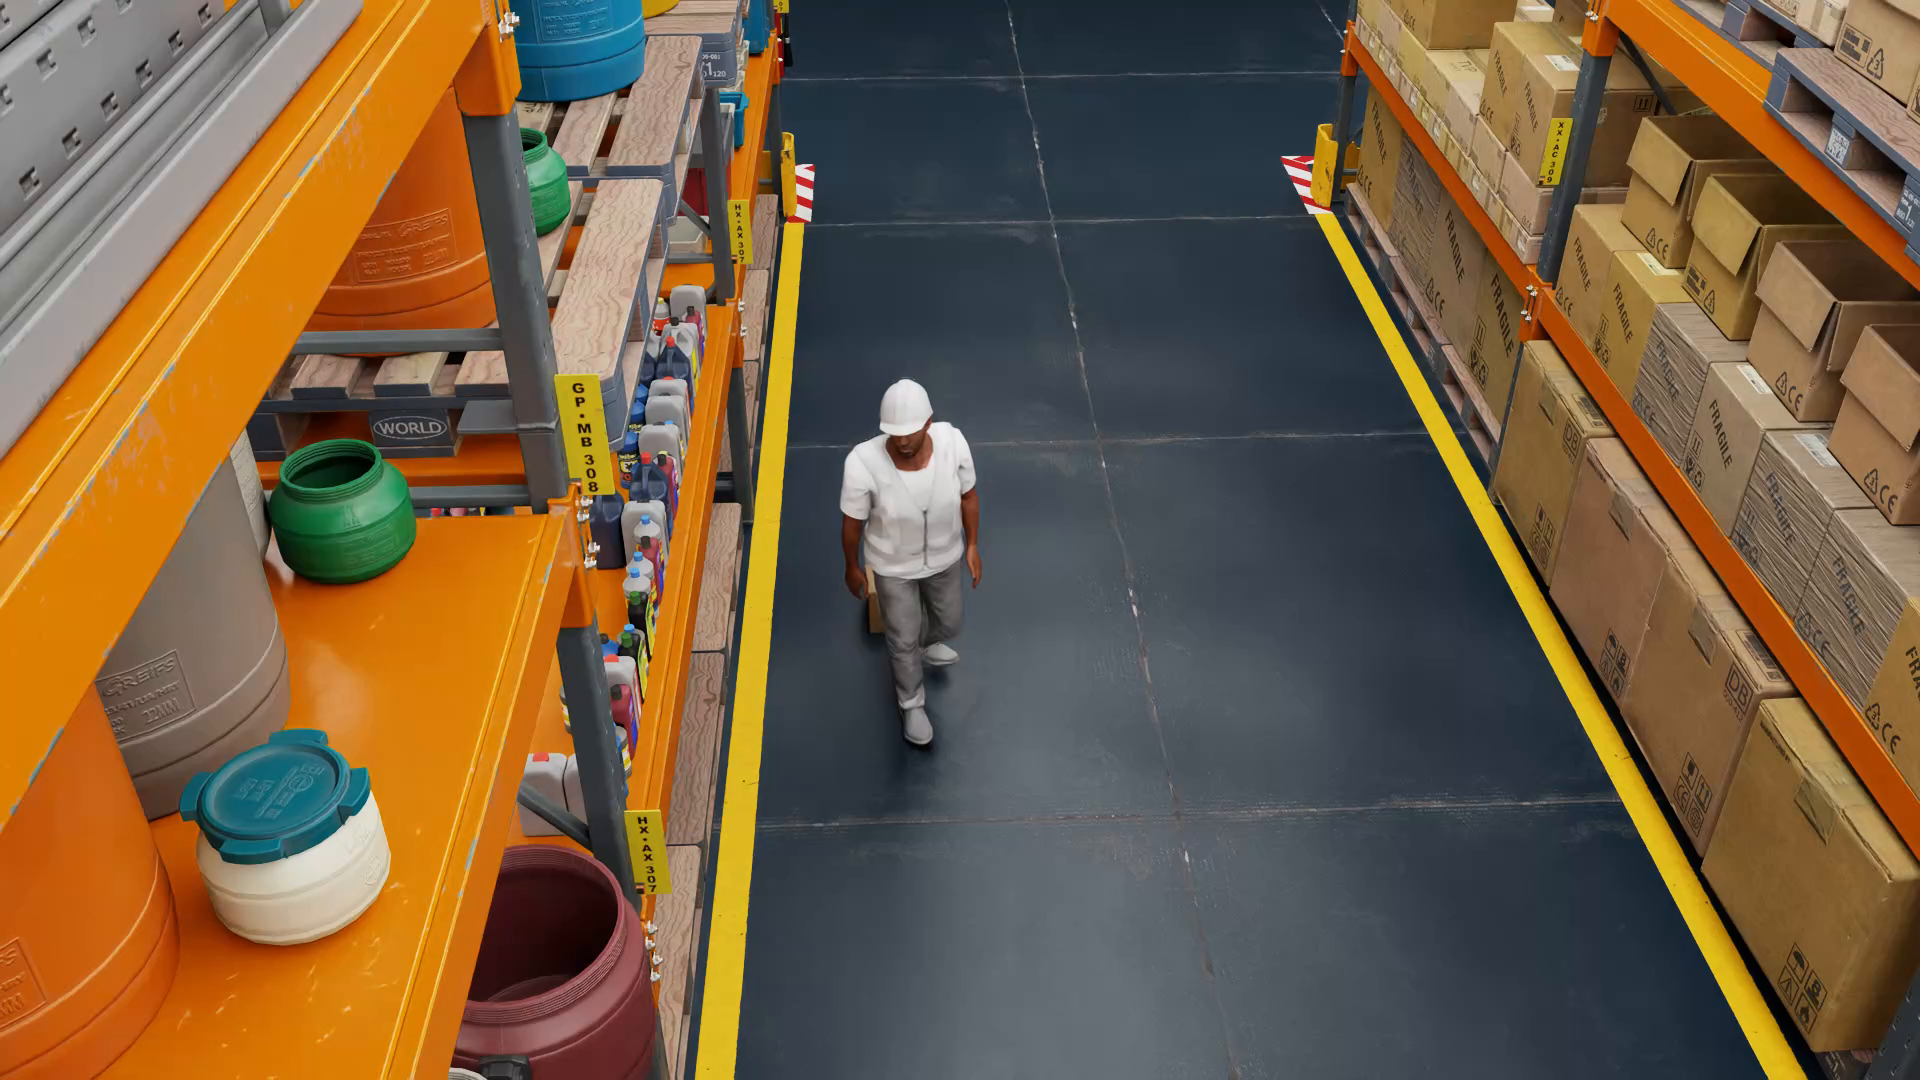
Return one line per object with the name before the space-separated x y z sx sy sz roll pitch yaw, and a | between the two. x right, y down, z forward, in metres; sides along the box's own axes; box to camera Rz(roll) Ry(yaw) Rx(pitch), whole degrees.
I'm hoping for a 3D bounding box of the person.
person | -0.227 0.035 7.072 0.589 1.764 0.607 -13 37 -18
